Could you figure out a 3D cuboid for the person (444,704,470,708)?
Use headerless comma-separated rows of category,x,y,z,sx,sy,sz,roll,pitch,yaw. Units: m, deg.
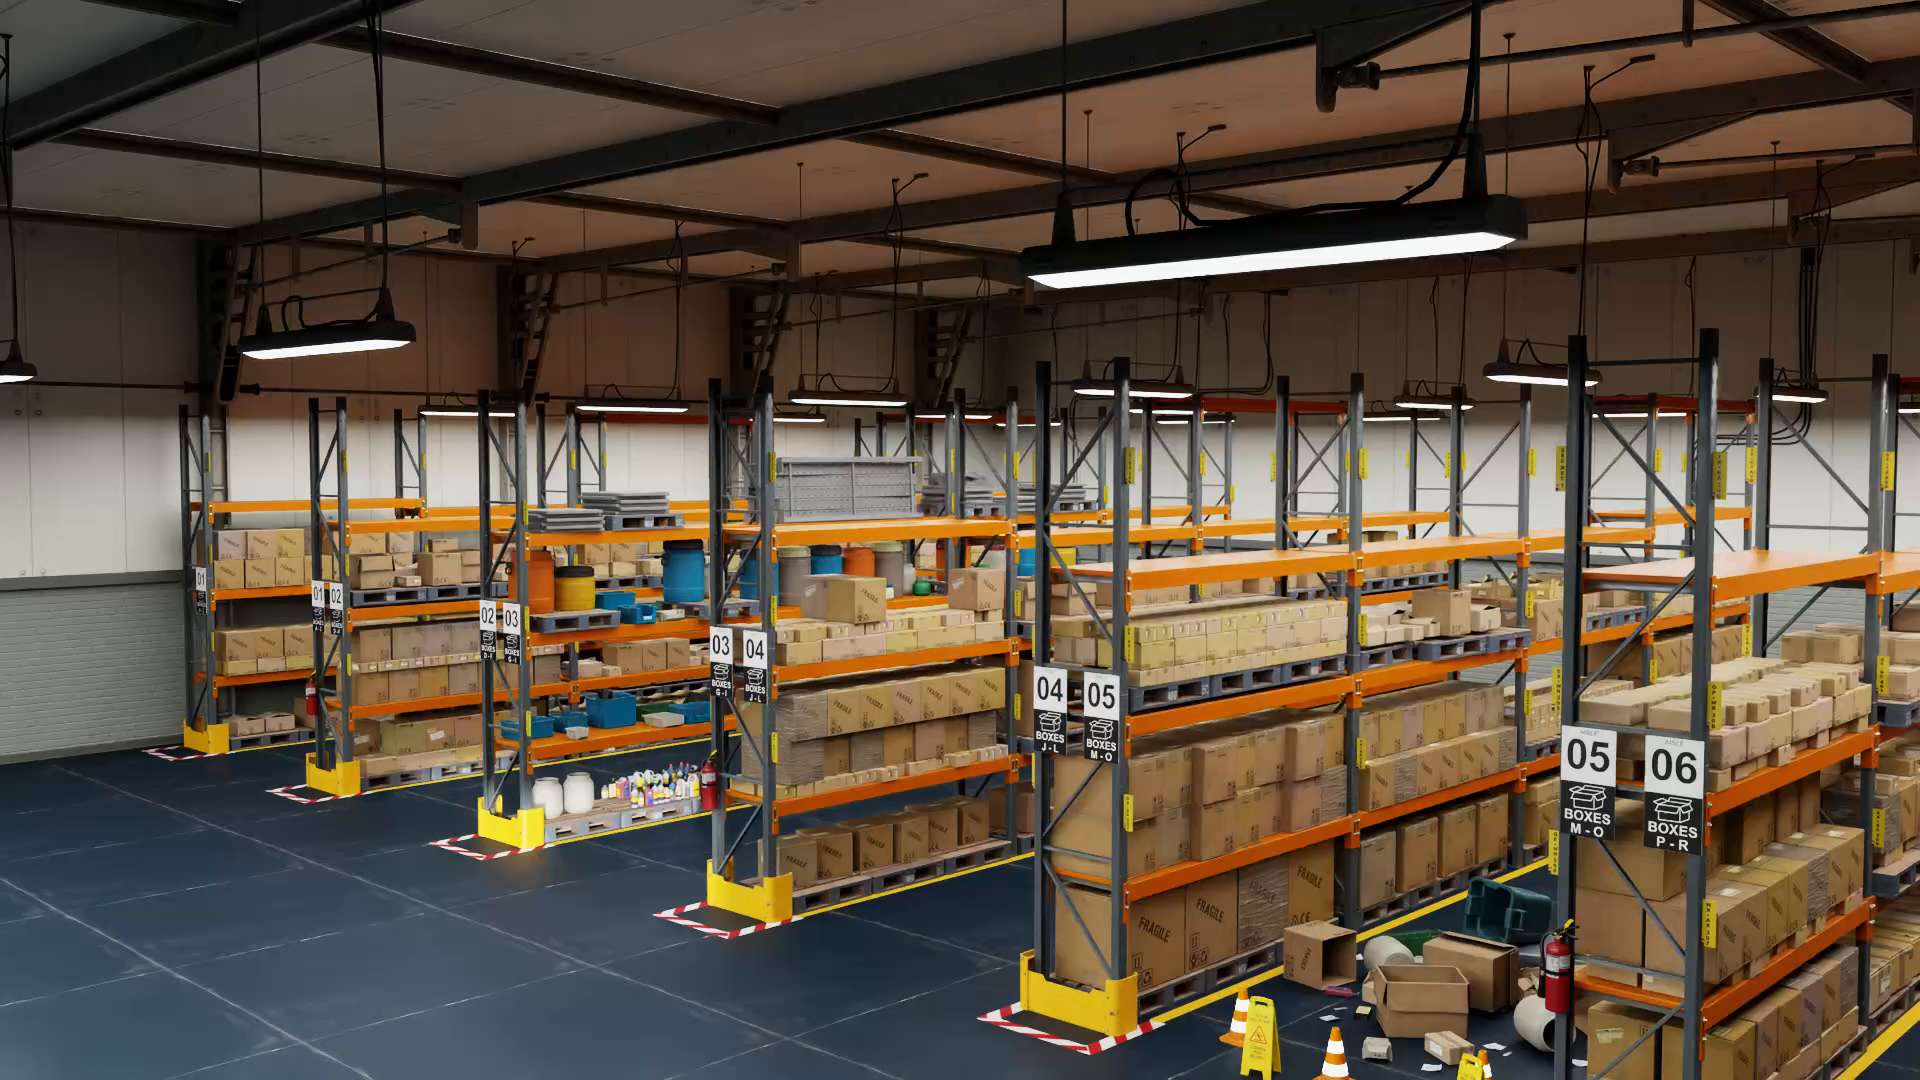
person,-8.667,2.784,28.721,0.557,1.739,0.413,-3,4,-44

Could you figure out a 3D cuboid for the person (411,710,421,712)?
person,-9.624,2.735,29.144,0.550,1.757,0.549,-1,3,-13
